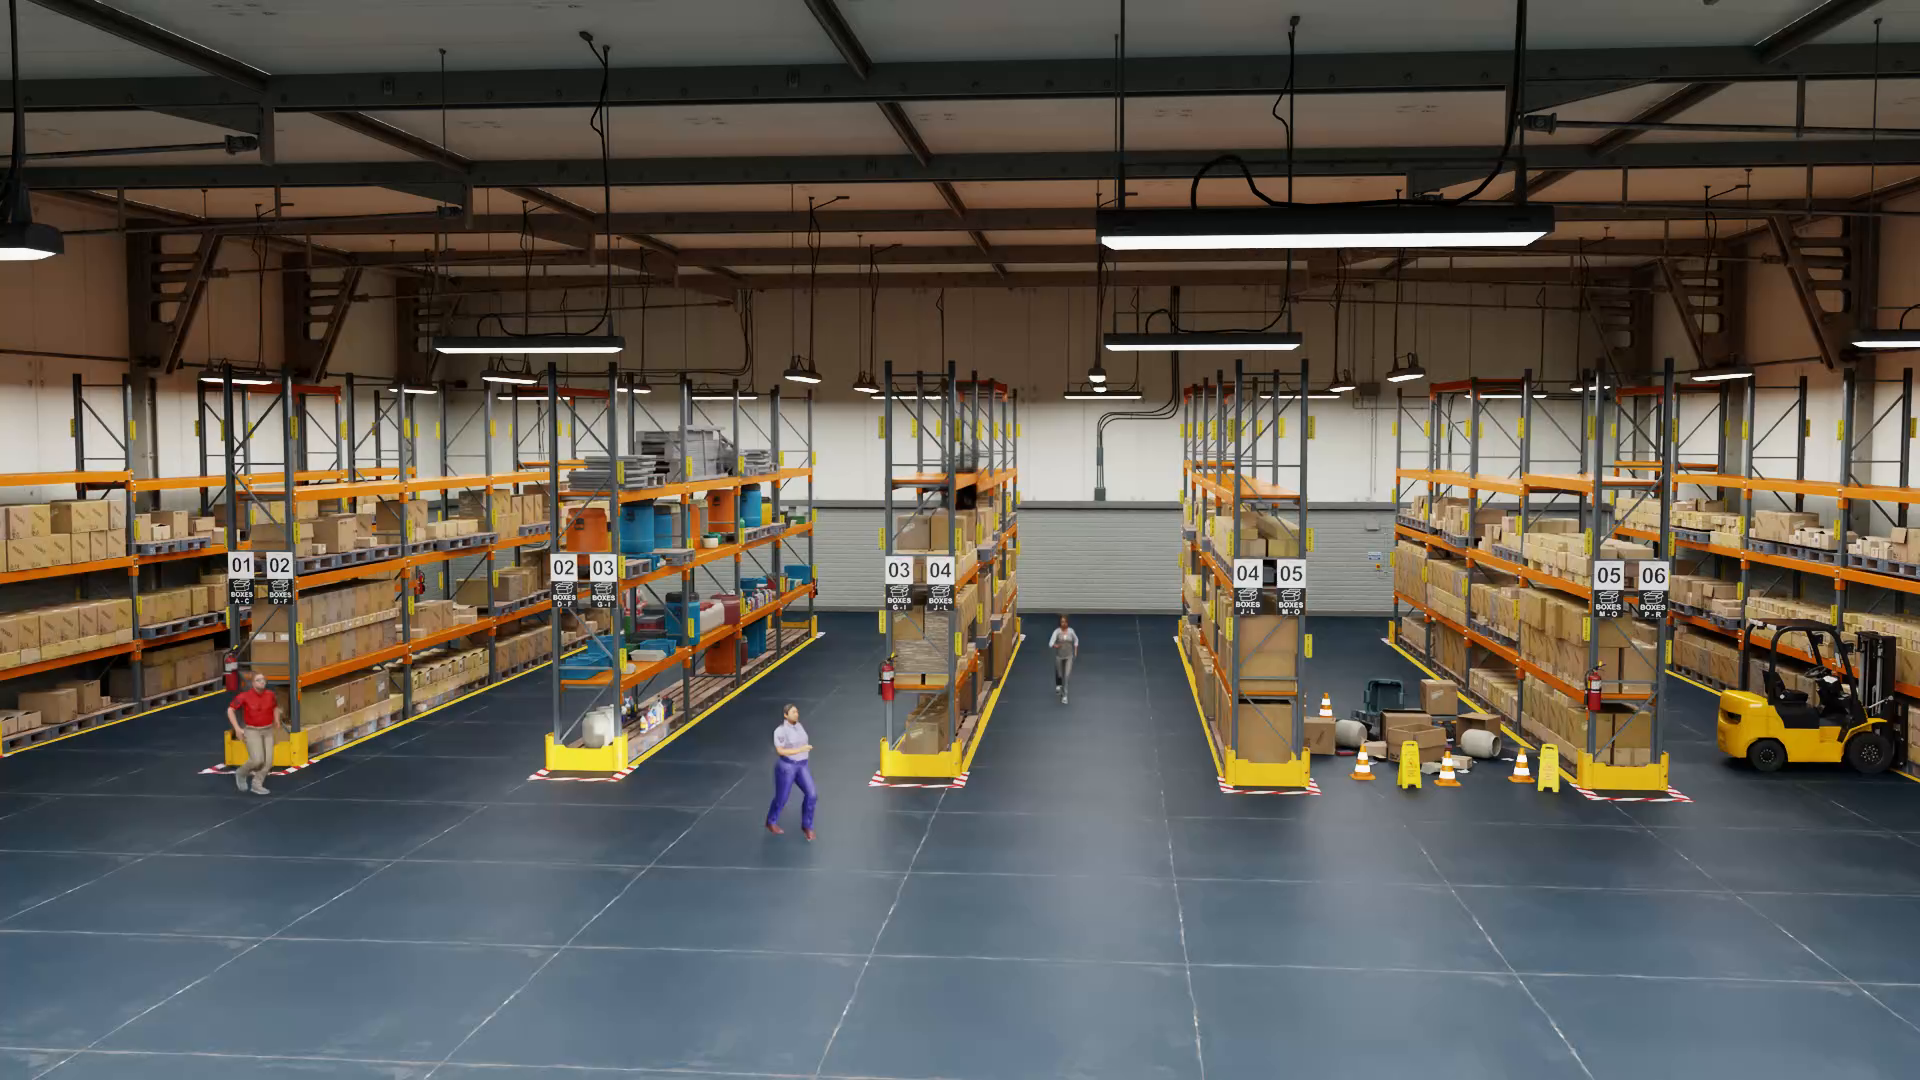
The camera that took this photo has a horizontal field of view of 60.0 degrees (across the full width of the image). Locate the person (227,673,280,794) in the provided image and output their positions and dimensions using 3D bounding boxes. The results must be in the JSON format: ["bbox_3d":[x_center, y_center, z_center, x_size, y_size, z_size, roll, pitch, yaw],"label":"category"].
[{"bbox_3d":[-9.638,2.662,22.843,0.611,1.687,0.675,3,5,35],"label":"person"}]

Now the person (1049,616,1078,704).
[{"bbox_3d":[1.913,2.181,30.640,0.552,1.578,0.851,0,4,0],"label":"person"}]

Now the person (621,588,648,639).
[{"bbox_3d":[-7.199,1.708,36.658,0.624,1.774,0.671,0,4,-1],"label":"person"}]

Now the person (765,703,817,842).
[{"bbox_3d":[-2.064,2.847,20.361,0.755,1.712,0.577,3,5,42],"label":"person"}]
